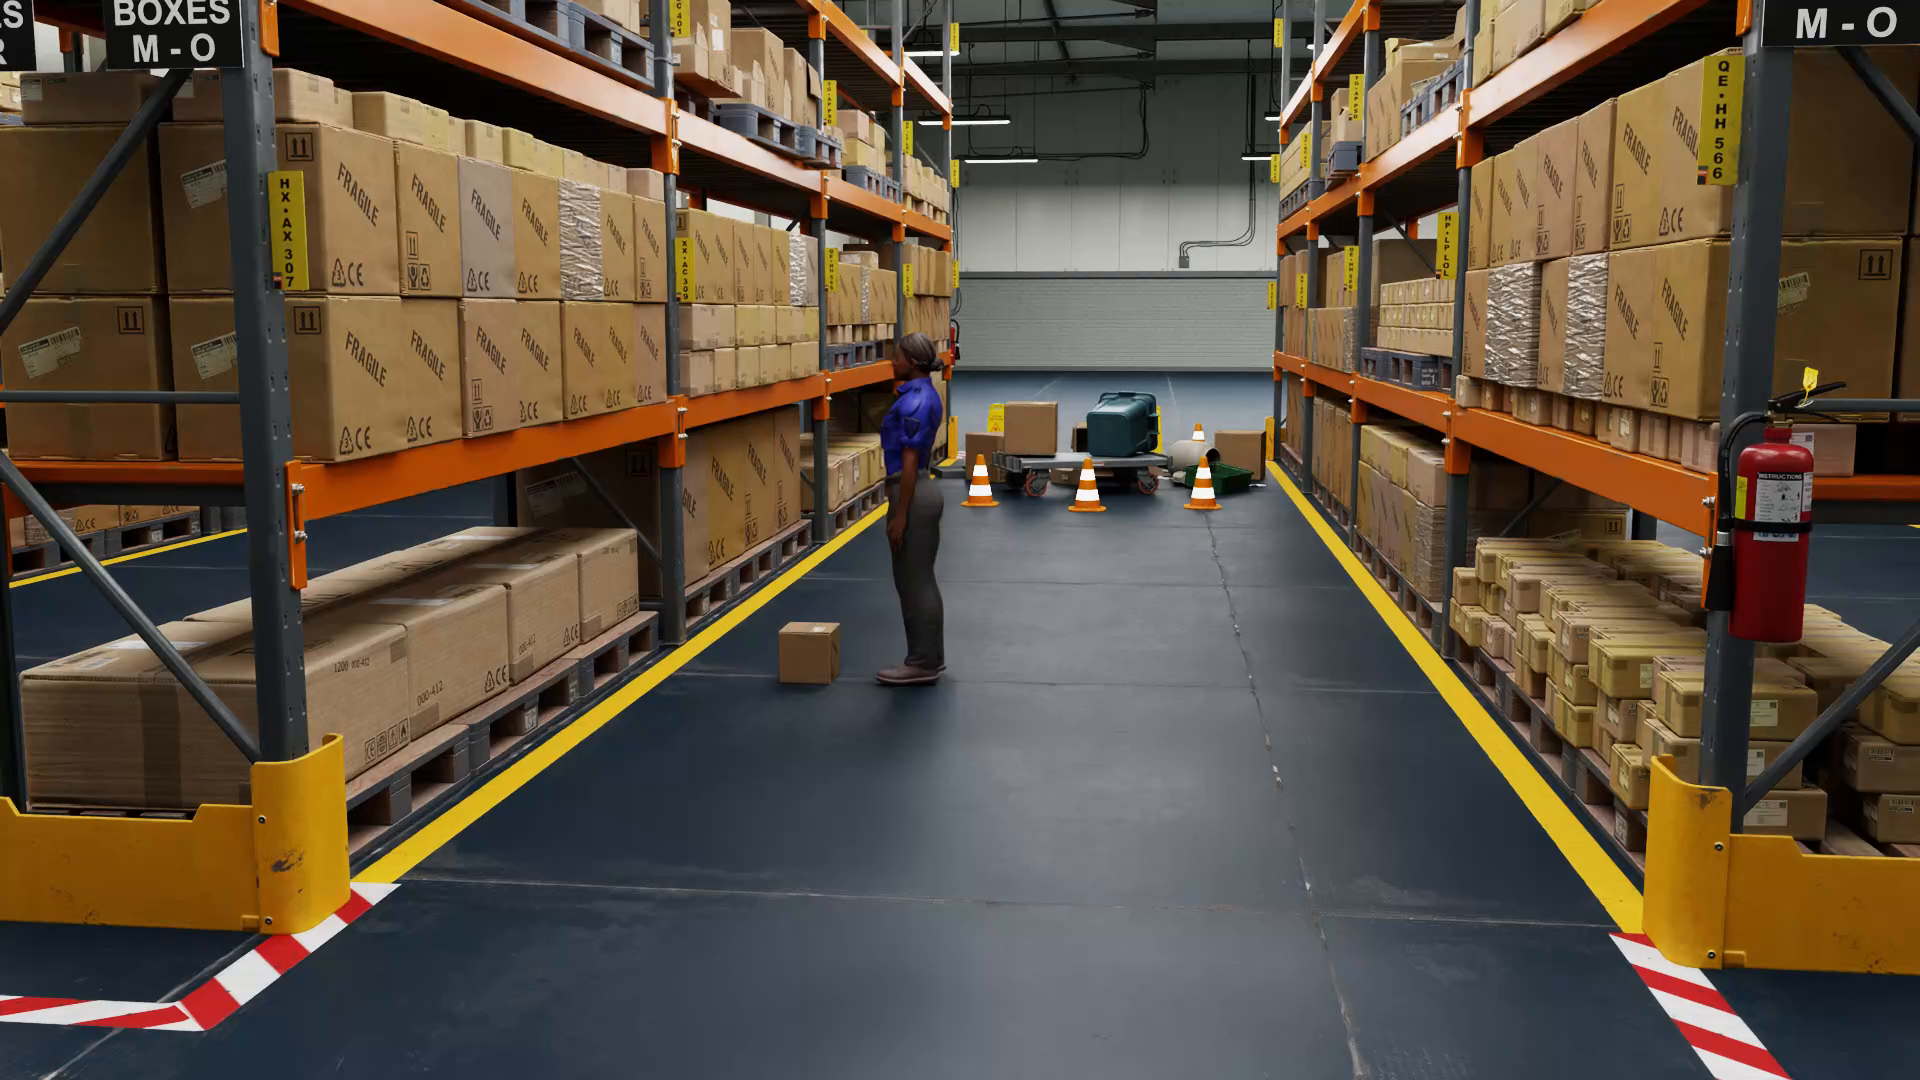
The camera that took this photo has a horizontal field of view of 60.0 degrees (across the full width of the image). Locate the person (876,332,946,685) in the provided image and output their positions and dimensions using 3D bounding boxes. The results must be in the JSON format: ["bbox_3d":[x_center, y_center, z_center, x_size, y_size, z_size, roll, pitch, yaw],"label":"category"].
[{"bbox_3d":[-0.230,-0.145,7.891,0.317,1.675,0.486,1,8,6],"label":"person"}]
